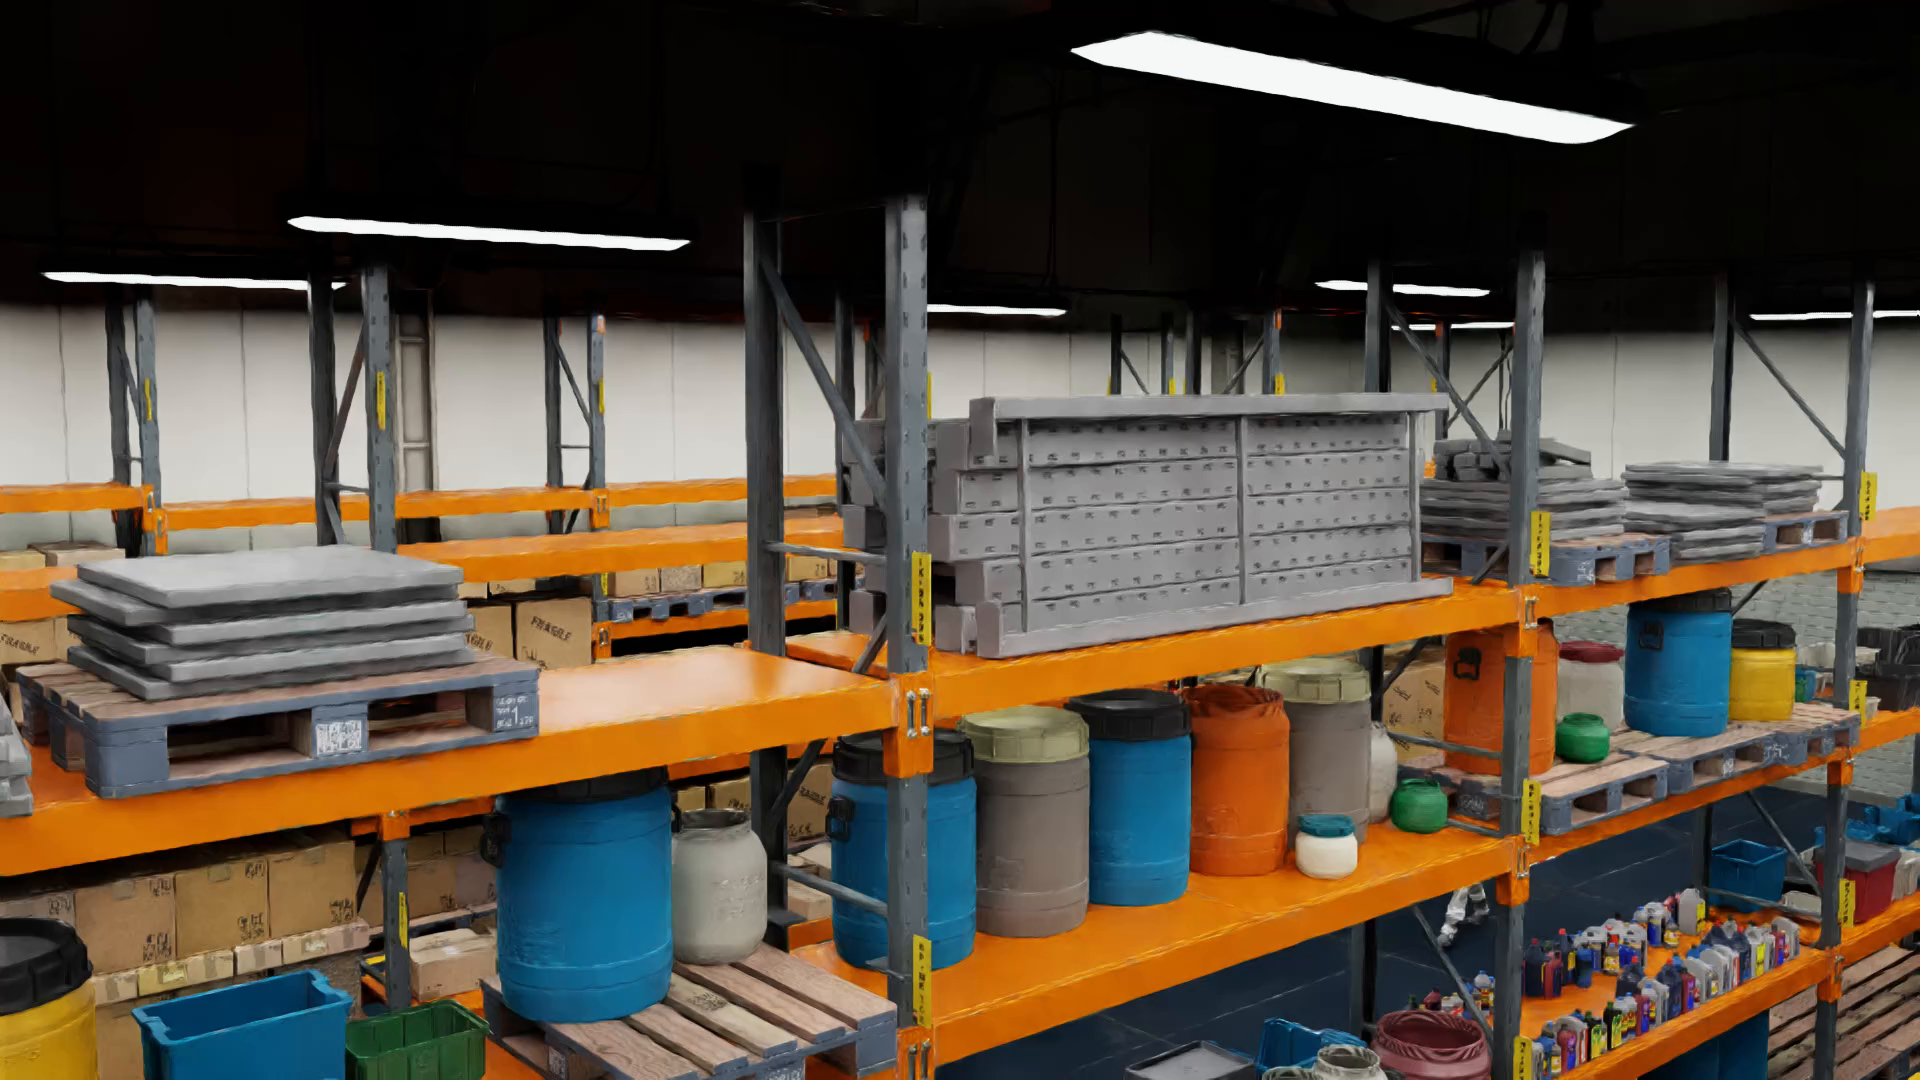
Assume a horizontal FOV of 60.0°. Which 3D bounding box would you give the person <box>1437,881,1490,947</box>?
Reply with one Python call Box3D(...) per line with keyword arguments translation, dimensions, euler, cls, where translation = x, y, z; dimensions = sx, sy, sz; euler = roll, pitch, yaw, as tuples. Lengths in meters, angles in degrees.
Box3D(translation=(4.615, 2.822, 15.377), dimensions=(1.123, 1.709, 0.553), euler=(-4, 7, -38), cls="person")
